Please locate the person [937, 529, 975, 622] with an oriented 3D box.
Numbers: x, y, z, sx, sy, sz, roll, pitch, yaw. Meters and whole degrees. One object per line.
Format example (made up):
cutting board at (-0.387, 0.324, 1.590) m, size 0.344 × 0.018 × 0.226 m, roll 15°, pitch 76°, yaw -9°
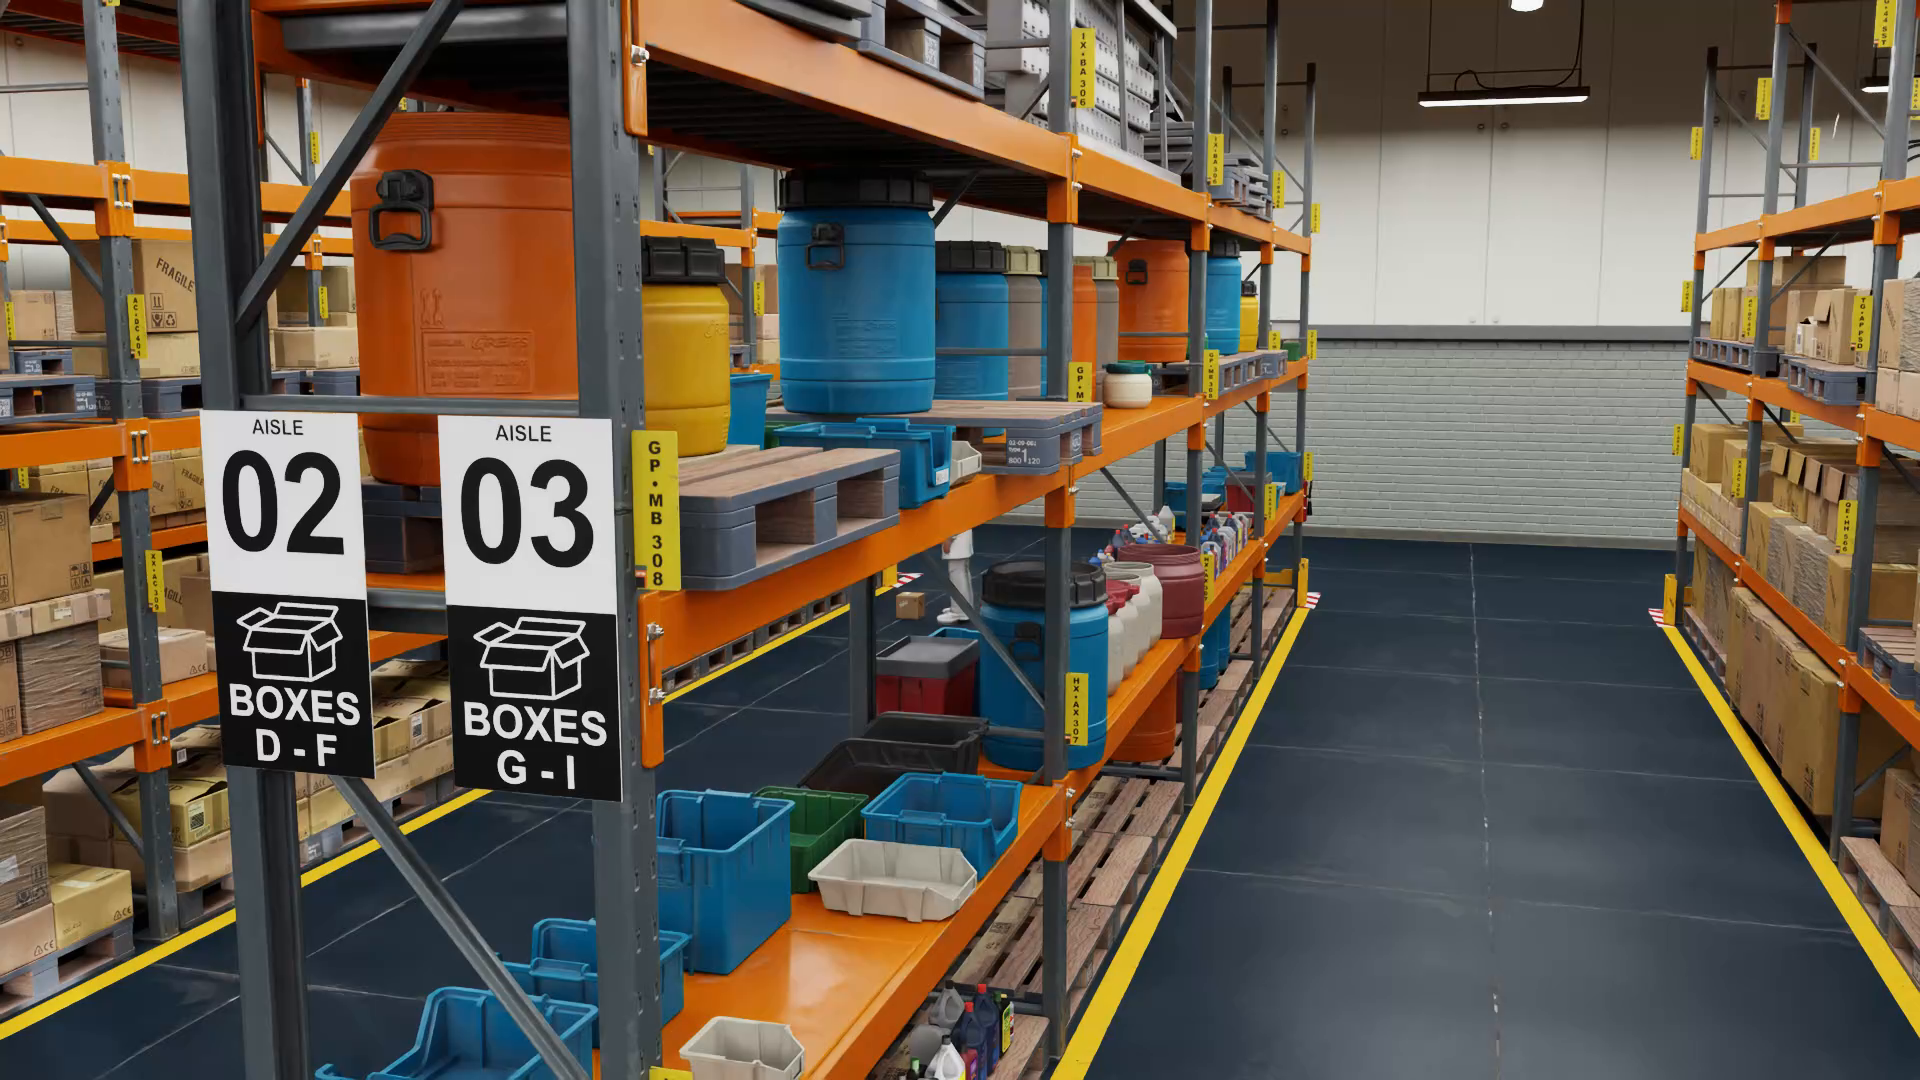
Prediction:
person at (-0.035, 0.009, 17.972) m, size 0.377 × 1.709 × 0.585 m, roll 2°, pitch 8°, yaw 11°
